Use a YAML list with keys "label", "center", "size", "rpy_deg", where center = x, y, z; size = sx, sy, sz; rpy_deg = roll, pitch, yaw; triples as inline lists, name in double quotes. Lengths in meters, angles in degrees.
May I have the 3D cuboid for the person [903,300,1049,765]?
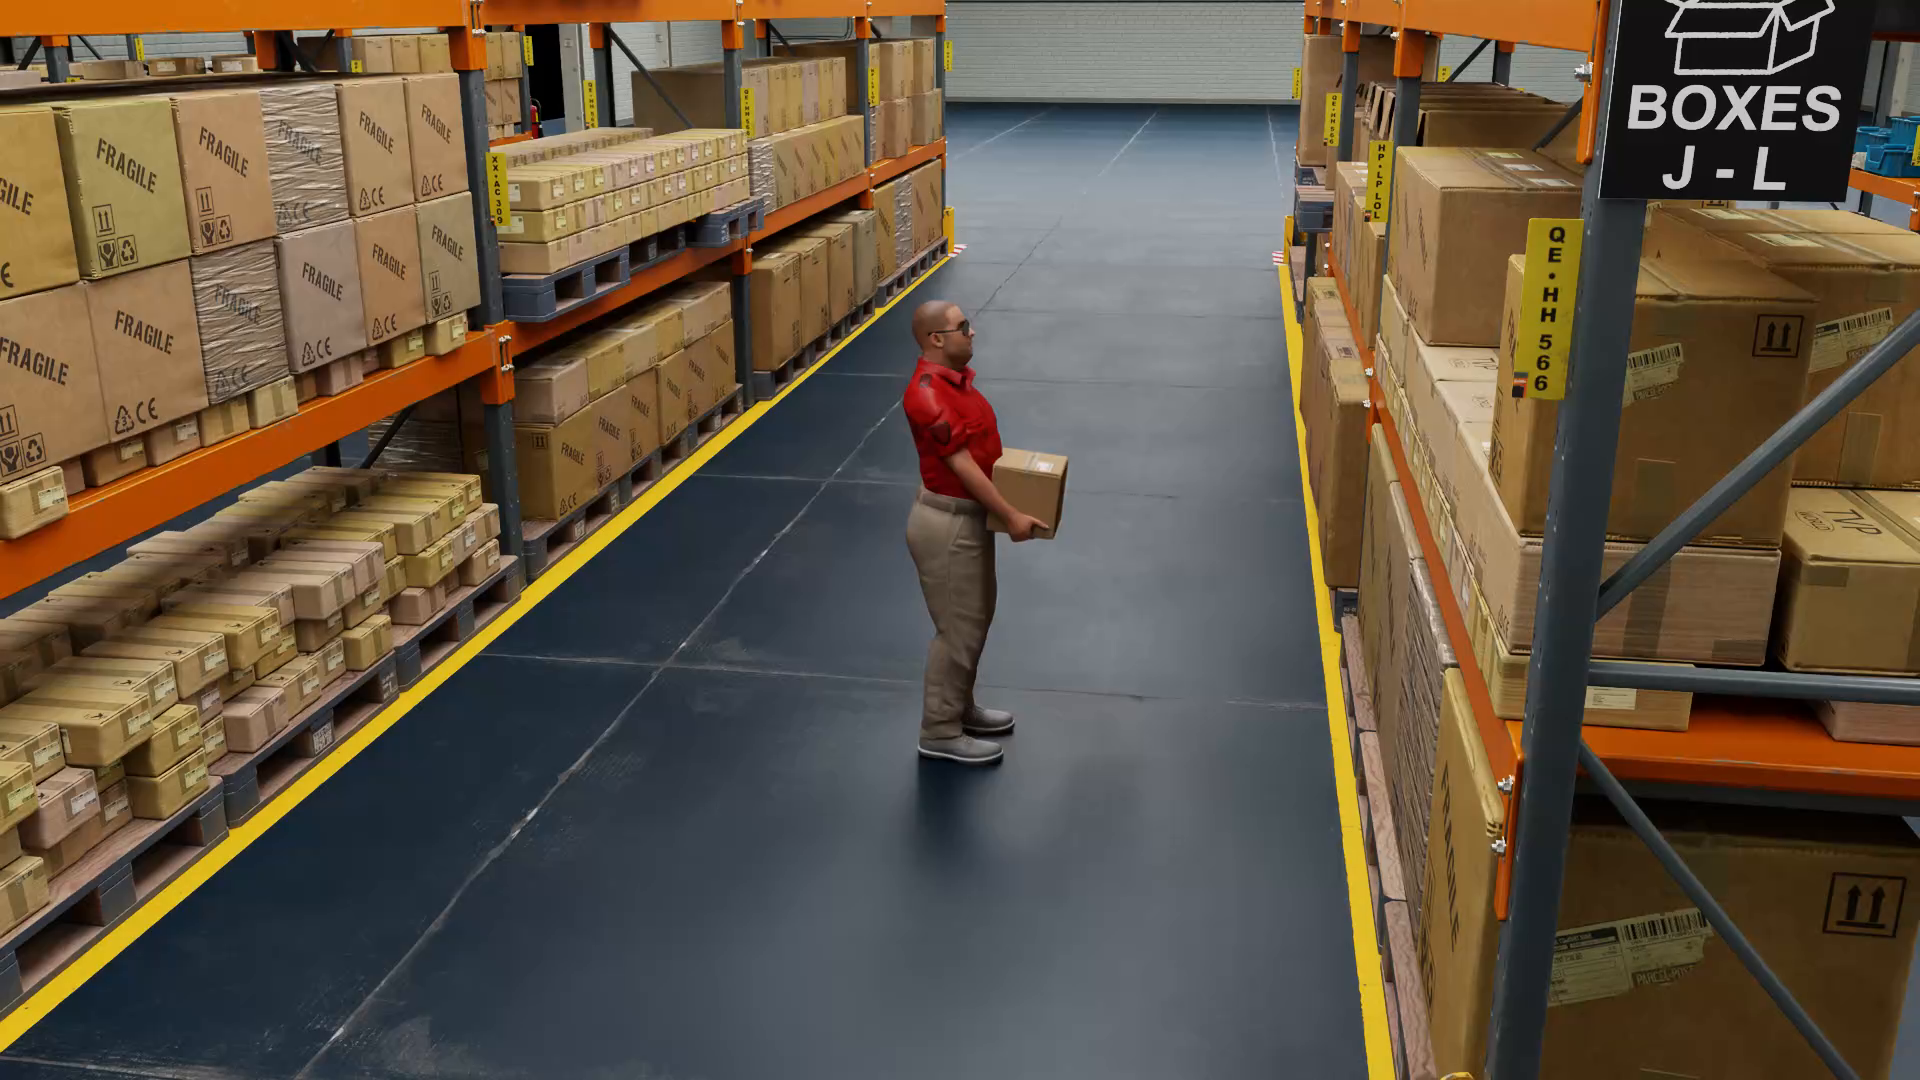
- label: "person"
  center: [0.080, -0.035, 6.209]
  size: [0.537, 1.712, 0.493]
  rpy_deg: [3, 18, 9]
